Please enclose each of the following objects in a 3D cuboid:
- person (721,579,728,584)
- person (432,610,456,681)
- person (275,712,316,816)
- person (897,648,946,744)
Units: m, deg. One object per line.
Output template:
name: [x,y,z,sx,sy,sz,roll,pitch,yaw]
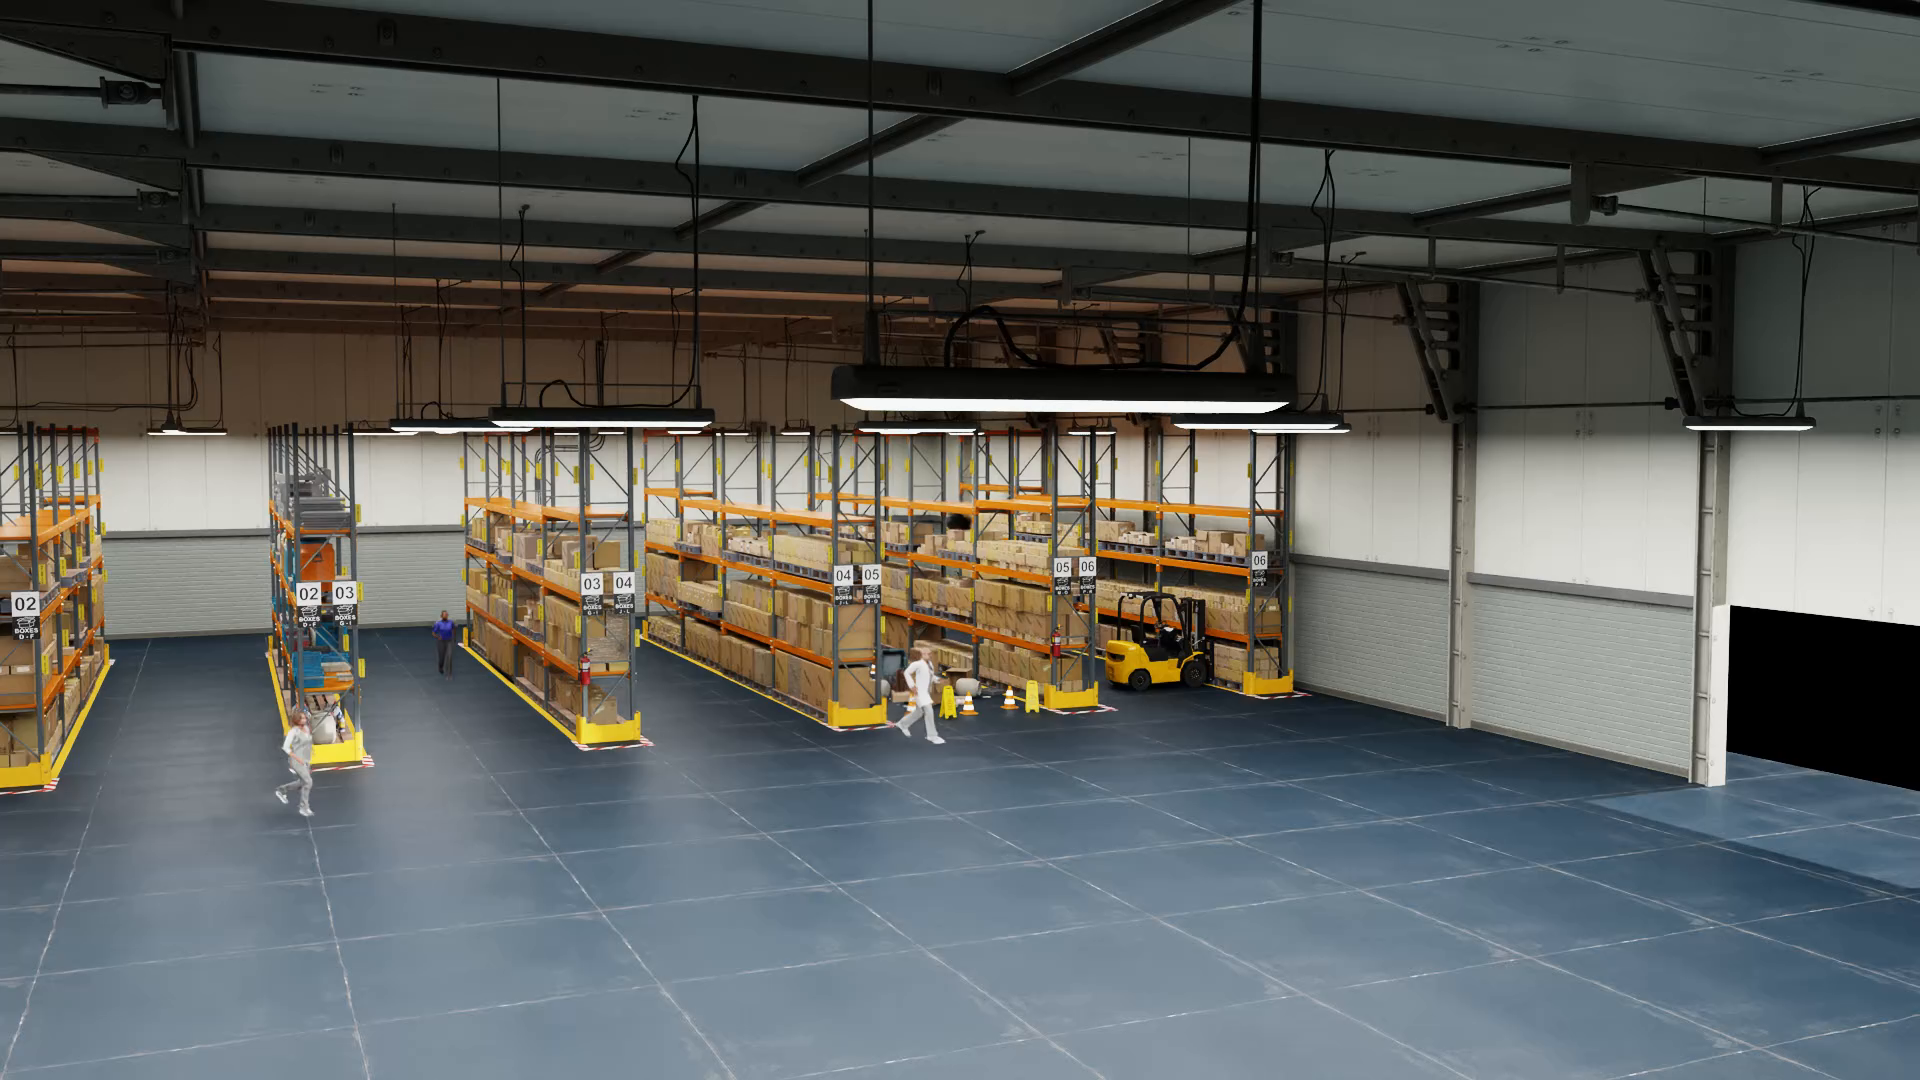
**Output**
person: [-6.741,1.986,47.987,0.577,1.724,0.847,-2,4,-31]
person: [-12.228,2.495,39.480,0.587,1.642,0.903,-2,4,-26]
person: [-10.113,3.398,25.298,0.649,1.601,0.554,1,4,11]
person: [-0.748,2.937,31.387,1.071,1.734,0.662,2,4,24]
